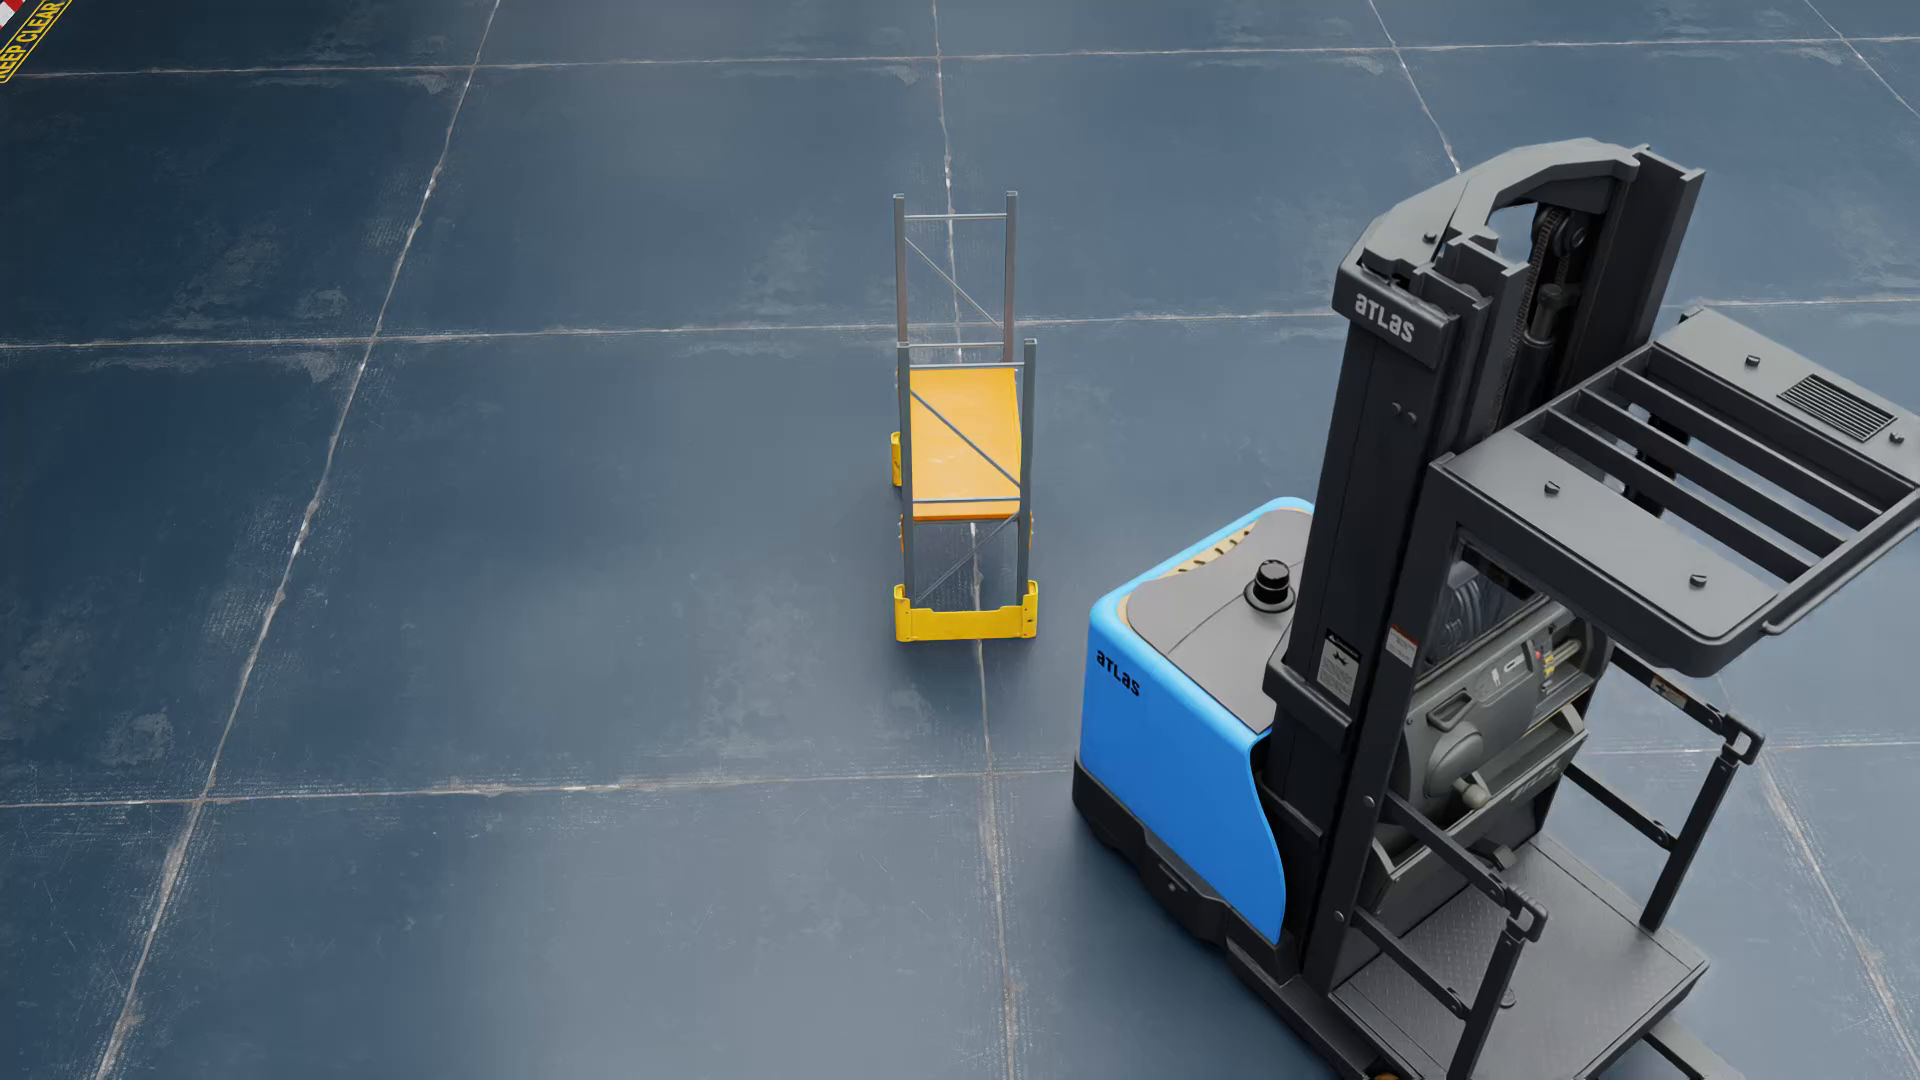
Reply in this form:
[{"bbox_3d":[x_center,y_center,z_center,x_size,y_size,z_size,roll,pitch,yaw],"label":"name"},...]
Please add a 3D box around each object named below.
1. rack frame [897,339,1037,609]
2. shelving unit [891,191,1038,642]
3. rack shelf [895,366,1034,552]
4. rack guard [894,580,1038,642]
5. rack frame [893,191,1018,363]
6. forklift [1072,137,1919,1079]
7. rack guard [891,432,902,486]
[{"bbox_3d":[0.025,-0.152,6.456,0.500,1.500,0.032,-2,43,-2],"label":"rack frame"},{"bbox_3d":[0.003,-0.501,6.837,0.587,1.500,1.083,-2,43,-2],"label":"shelving unit"},{"bbox_3d":[0.004,-0.363,6.952,0.538,0.185,1.000,-2,43,-2],"label":"rack shelf"},{"bbox_3d":[0.024,0.296,6.892,0.587,0.250,0.087,-2,43,-2],"label":"rack guard"},{"bbox_3d":[-0.018,-0.838,7.204,0.500,1.500,0.032,-2,43,-2],"label":"rack frame"},{"bbox_3d":[1.719,0.516,4.667,1.130,2.935,3.031,-28,49,-27],"label":"forklift"},{"bbox_3d":[-0.018,-0.377,7.626,0.587,0.250,0.087,-2,43,-2],"label":"rack guard"}]
